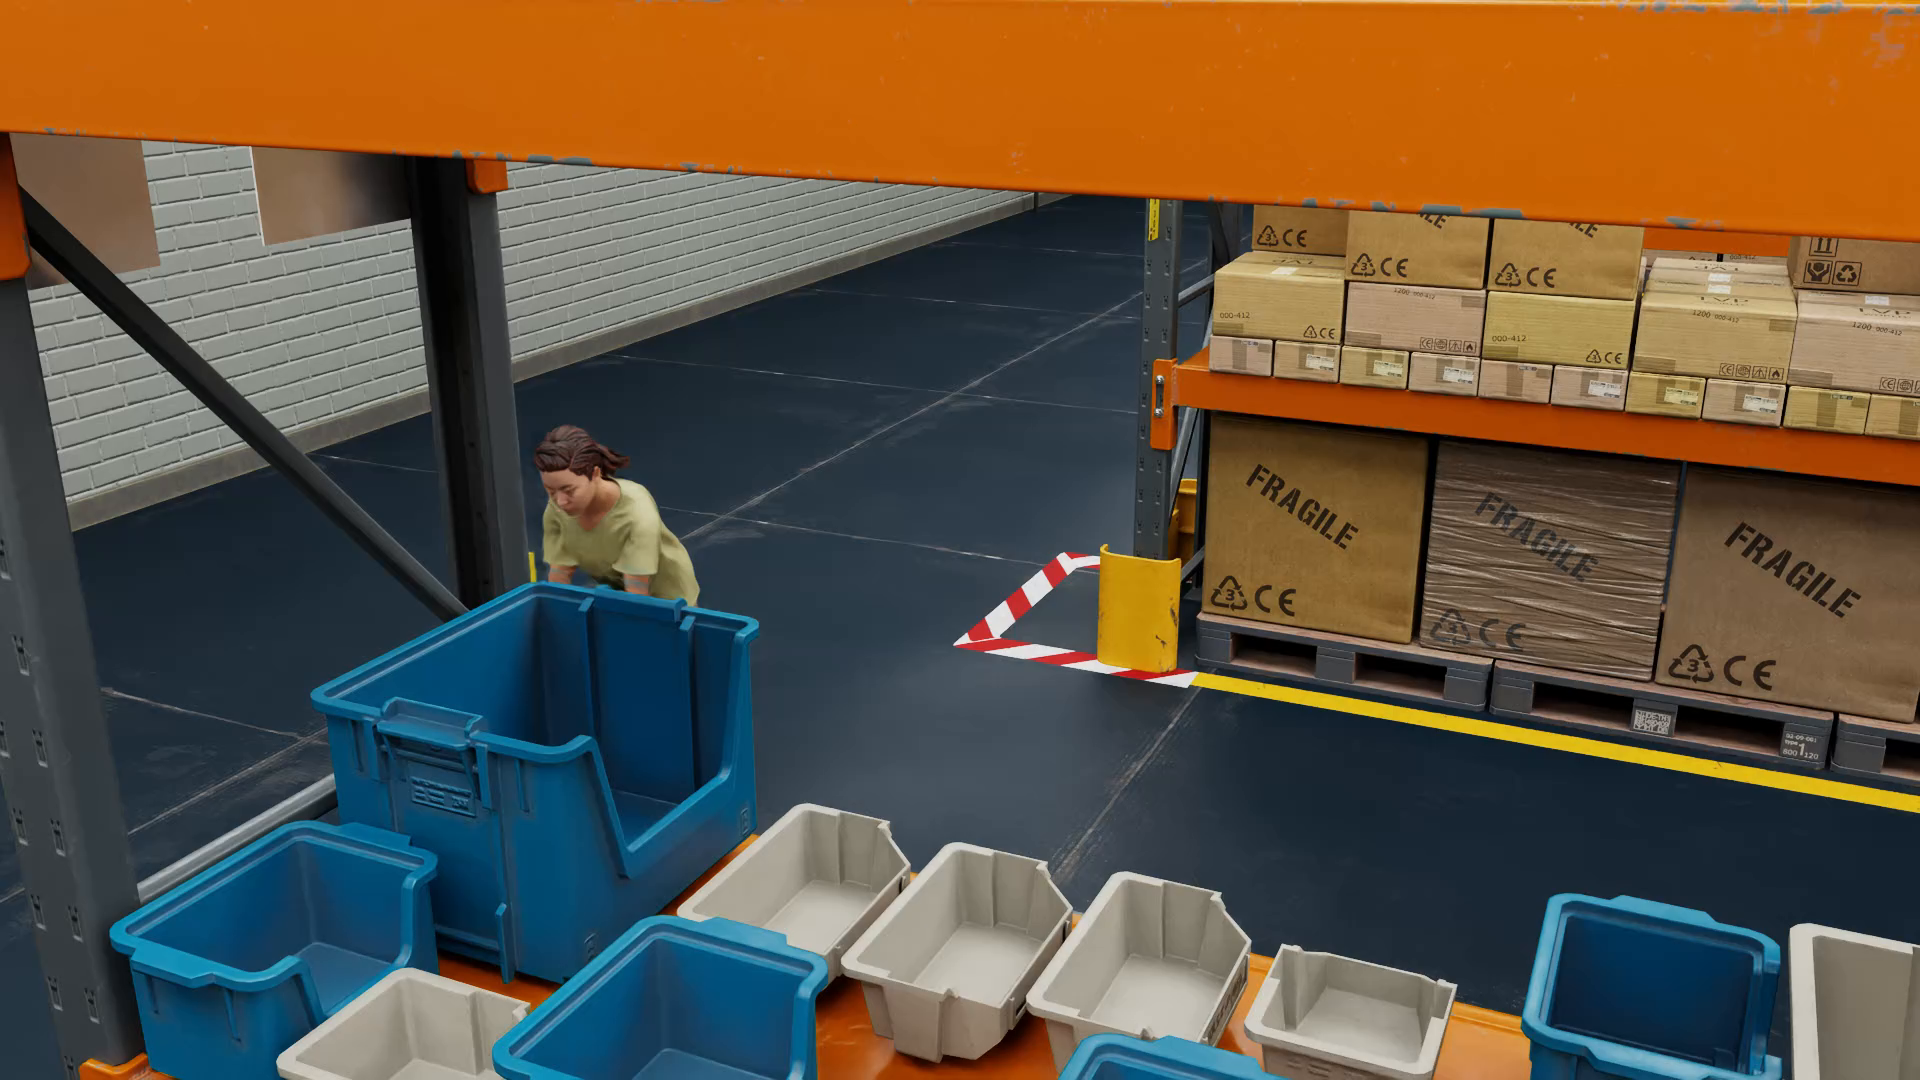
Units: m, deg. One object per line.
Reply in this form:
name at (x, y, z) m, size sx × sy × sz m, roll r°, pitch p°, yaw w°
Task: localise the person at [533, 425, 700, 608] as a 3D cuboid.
person at (-1.097, 0.324, 5.358) m, size 0.410 × 1.534 × 0.634 m, roll 8°, pitch 21°, yaw 22°
